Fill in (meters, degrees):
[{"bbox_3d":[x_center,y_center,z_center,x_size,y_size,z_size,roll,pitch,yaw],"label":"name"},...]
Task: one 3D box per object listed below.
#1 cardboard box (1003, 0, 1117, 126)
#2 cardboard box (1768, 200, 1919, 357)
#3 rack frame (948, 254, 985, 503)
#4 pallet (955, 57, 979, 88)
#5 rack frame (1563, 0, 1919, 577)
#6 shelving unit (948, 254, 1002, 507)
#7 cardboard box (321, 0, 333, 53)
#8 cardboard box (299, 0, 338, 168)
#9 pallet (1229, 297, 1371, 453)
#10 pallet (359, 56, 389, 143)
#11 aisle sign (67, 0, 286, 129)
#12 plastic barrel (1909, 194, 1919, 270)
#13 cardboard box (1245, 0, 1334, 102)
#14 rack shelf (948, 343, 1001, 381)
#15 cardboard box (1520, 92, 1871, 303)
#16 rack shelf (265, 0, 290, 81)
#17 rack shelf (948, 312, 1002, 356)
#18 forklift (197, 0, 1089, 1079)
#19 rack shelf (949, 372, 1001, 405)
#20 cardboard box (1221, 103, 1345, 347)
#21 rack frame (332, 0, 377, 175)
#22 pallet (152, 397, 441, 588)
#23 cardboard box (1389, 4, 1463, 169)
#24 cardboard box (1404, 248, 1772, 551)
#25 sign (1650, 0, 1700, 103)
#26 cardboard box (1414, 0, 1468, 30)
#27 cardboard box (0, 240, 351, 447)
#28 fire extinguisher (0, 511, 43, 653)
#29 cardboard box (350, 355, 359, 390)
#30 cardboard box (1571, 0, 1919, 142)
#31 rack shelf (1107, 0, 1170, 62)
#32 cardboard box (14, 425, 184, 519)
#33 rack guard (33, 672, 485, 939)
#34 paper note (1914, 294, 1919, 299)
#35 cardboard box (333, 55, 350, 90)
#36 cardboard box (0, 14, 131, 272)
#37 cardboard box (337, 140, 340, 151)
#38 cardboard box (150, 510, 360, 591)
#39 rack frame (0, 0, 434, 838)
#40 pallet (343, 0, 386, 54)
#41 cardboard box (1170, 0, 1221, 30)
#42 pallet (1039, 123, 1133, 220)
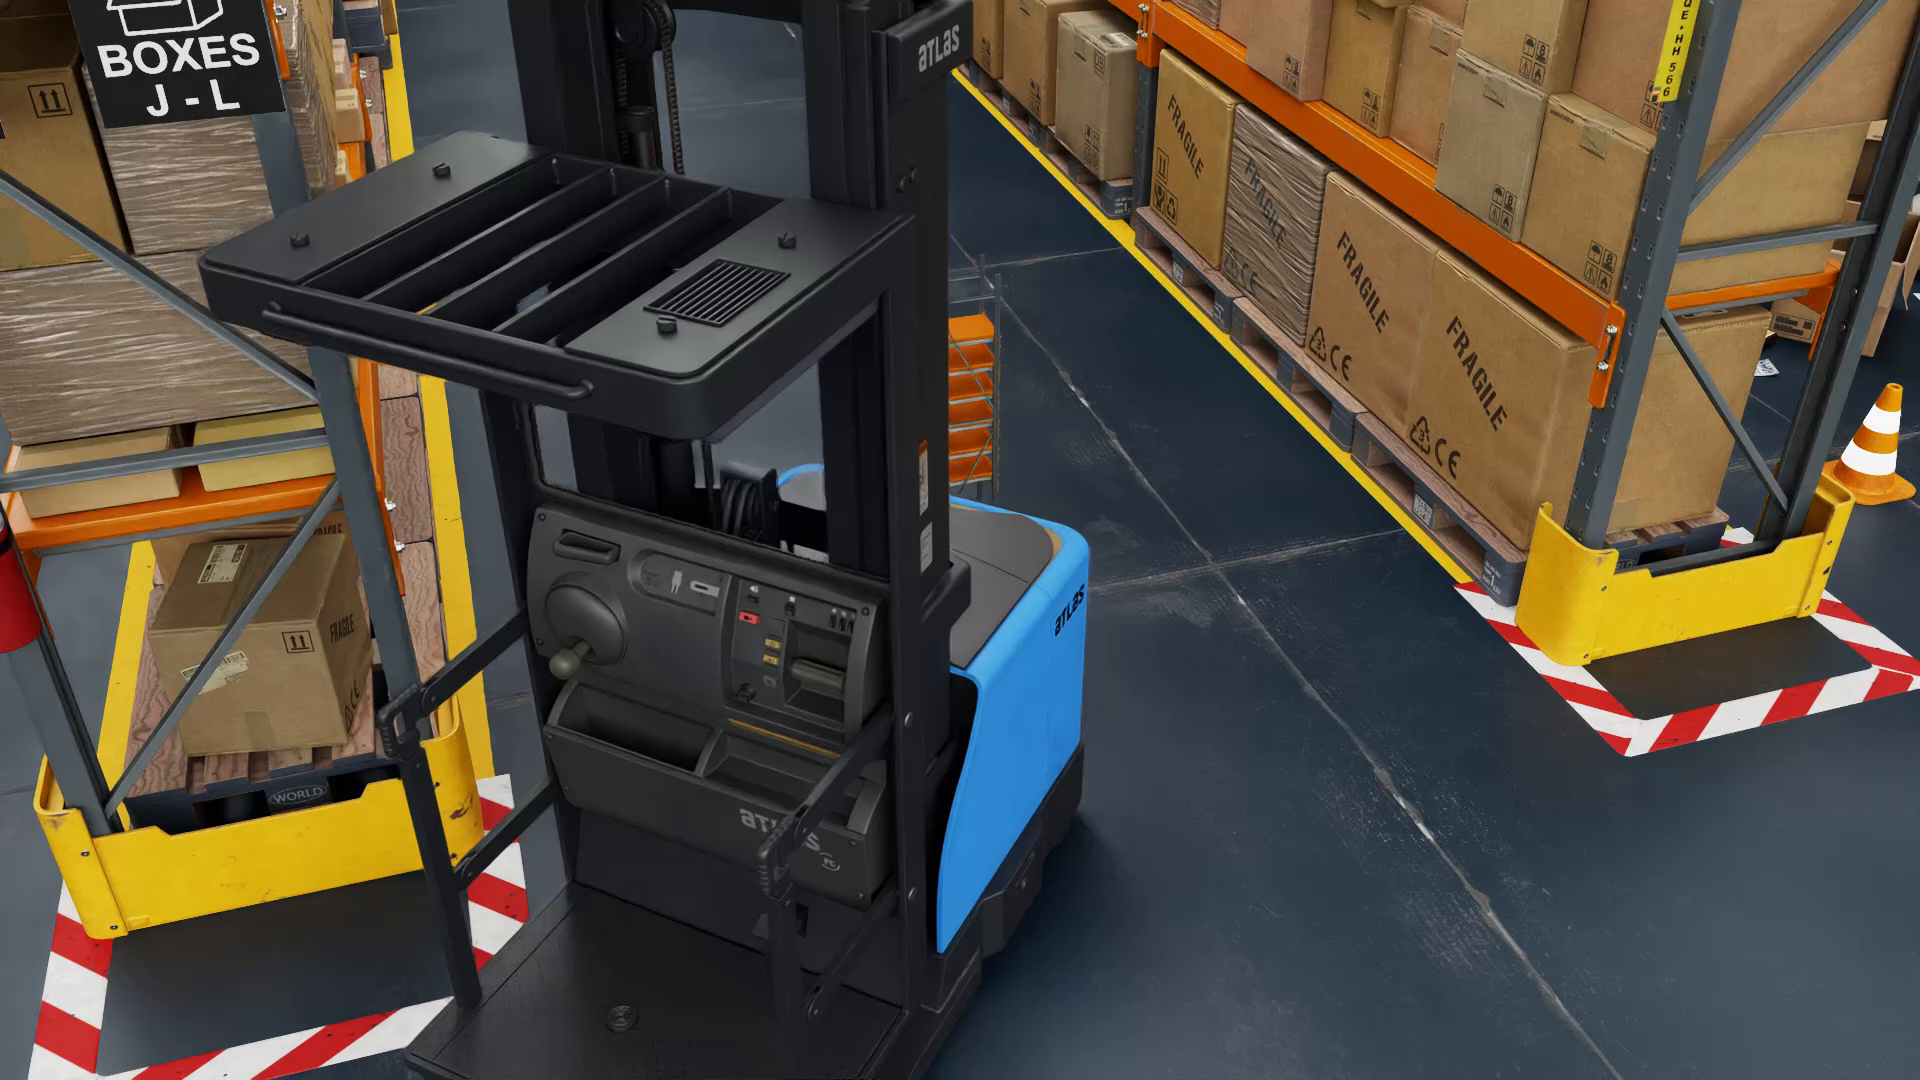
[{"bbox_3d":[0.892,-3.137,10.436,1.050,0.750,0.750,-10,35,-15],"label":"cardboard box"},{"bbox_3d":[4.414,-1.323,8.295,0.637,0.503,0.797,19,38,26],"label":"cardboard box"},{"bbox_3d":[-0.023,-0.541,6.480,0.240,1.200,0.006,-10,35,-15],"label":"rack frame"},{"bbox_3d":[0.406,-3.593,11.995,1.003,0.211,1.213,-10,35,-15],"label":"pallet"},{"bbox_3d":[2.678,-0.982,5.516,1.000,3.000,0.127,-10,35,-15],"label":"rack frame"},{"bbox_3d":[0.004,-0.493,6.408,0.258,1.200,0.189,-10,35,-15],"label":"shelving unit"},{"bbox_3d":[-2.443,-1.906,5.647,0.500,0.500,0.500,-10,35,-15],"label":"cardboard box"},{"bbox_3d":[-2.131,-1.383,4.854,0.500,0.500,0.500,-10,35,-15],"label":"cardboard box"},{"bbox_3d":[1.991,-0.865,7.868,1.003,0.211,1.213,-10,35,-15],"label":"pallet"},{"bbox_3d":[-4.280,-2.828,10.838,1.003,0.211,1.213,-10,35,-15],"label":"pallet"},{"bbox_3d":[-1.772,-1.304,3.644,0.394,0.787,0.004,-10,35,-15],"label":"aisle sign"},{"bbox_3d":[5.289,-1.623,8.822,0.512,0.421,0.421,13,36,18],"label":"plastic barrel"},{"bbox_3d":[1.823,-2.365,7.472,0.875,0.550,0.550,-10,35,-15],"label":"cardboard box"},{"bbox_3d":[0.004,-0.656,6.300,0.258,0.103,0.180,-10,35,-15],"label":"rack shelf"},{"bbox_3d":[2.521,-1.232,5.758,0.875,0.550,0.550,-10,35,-15],"label":"cardboard box"},{"bbox_3d":[-2.687,-2.203,5.294,1.077,0.370,4.000,-10,35,-15],"label":"rack shelf"},{"bbox_3d":[0.004,-0.756,6.234,0.258,0.103,0.180,-10,35,-15],"label":"rack shelf"},{"bbox_3d":[-0.706,0.257,3.702,1.130,2.935,3.031,15,36,21],"label":"forklift"},{"bbox_3d":[0.004,-0.556,6.366,0.258,0.103,0.180,-10,35,-15],"label":"rack shelf"},{"bbox_3d":[1.861,-1.557,7.931,0.875,0.875,0.875,-10,35,-14],"label":"cardboard box"},{"bbox_3d":[-3.297,-2.301,7.512,1.000,3.000,0.127,-10,35,-15],"label":"rack frame"},{"bbox_3d":[-2.683,-0.150,6.785,1.003,0.211,1.213,-10,35,-15],"label":"pallet"},{"bbox_3d":[2.282,-1.832,6.666,0.875,0.550,0.550,-10,35,-15],"label":"cardboard box"},{"bbox_3d":[2.408,-0.616,6.508,0.875,0.875,0.875,-10,35,-14],"label":"cardboard box"},{"bbox_3d":[2.157,-1.480,5.004,0.100,0.325,0.005,-10,35,-15],"label":"sign"},{"bbox_3d":[2.304,-2.287,6.374,0.875,0.550,0.550,-10,35,-15],"label":"cardboard box"},{"bbox_3d":[-2.218,-0.660,4.668,0.875,0.500,0.500,-10,35,-15],"label":"cardboard box"},{"bbox_3d":[-2.481,-0.031,4.147,0.296,0.674,0.183,-10,35,-15],"label":"fire extinguisher"},{"bbox_3d":[-2.057,-0.554,5.096,0.380,0.149,0.250,-10,35,-15],"label":"cardboard box"},{"bbox_3d":[2.601,-1.697,5.481,0.875,0.550,0.550,-10,35,-15],"label":"cardboard box"},{"bbox_3d":[0.847,-3.832,10.481,1.077,0.370,4.000,-10,35,-15],"label":"rack shelf"},{"bbox_3d":[-2.360,-0.211,4.577,0.380,0.149,0.250,-10,35,-15],"label":"cardboard box"},{"bbox_3d":[-2.100,0.802,5.083,1.175,0.500,0.348,-10,35,-15],"label":"rack guard"},{"bbox_3d":[5.061,-1.257,8.635,0.148,0.019,0.142,1,33,2],"label":"paper note"},{"bbox_3d":[-2.884,-2.000,7.284,0.380,0.149,0.250,-10,35,-15],"label":"cardboard box"},{"bbox_3d":[-2.480,-1.031,4.323,0.500,0.500,0.500,-10,35,-15],"label":"cardboard box"},{"bbox_3d":[-2.617,-1.469,6.479,0.380,0.149,0.250,-10,35,-15],"label":"cardboard box"},{"bbox_3d":[-2.466,0.028,5.874,0.500,0.500,0.500,-1,33,-2],"label":"cardboard box"},{"bbox_3d":[-2.077,-0.201,4.334,1.000,3.000,0.127,-10,35,-15],"label":"rack frame"},{"bbox_3d":[-3.391,-2.647,8.209,1.003,0.211,1.213,-10,35,-15],"label":"pallet"},{"bbox_3d":[1.581,-2.953,8.362,0.875,0.550,0.550,-10,35,-15],"label":"cardboard box"},{"bbox_3d":[1.150,-2.311,10.057,1.003,0.211,1.213,-10,35,-15],"label":"pallet"}]
